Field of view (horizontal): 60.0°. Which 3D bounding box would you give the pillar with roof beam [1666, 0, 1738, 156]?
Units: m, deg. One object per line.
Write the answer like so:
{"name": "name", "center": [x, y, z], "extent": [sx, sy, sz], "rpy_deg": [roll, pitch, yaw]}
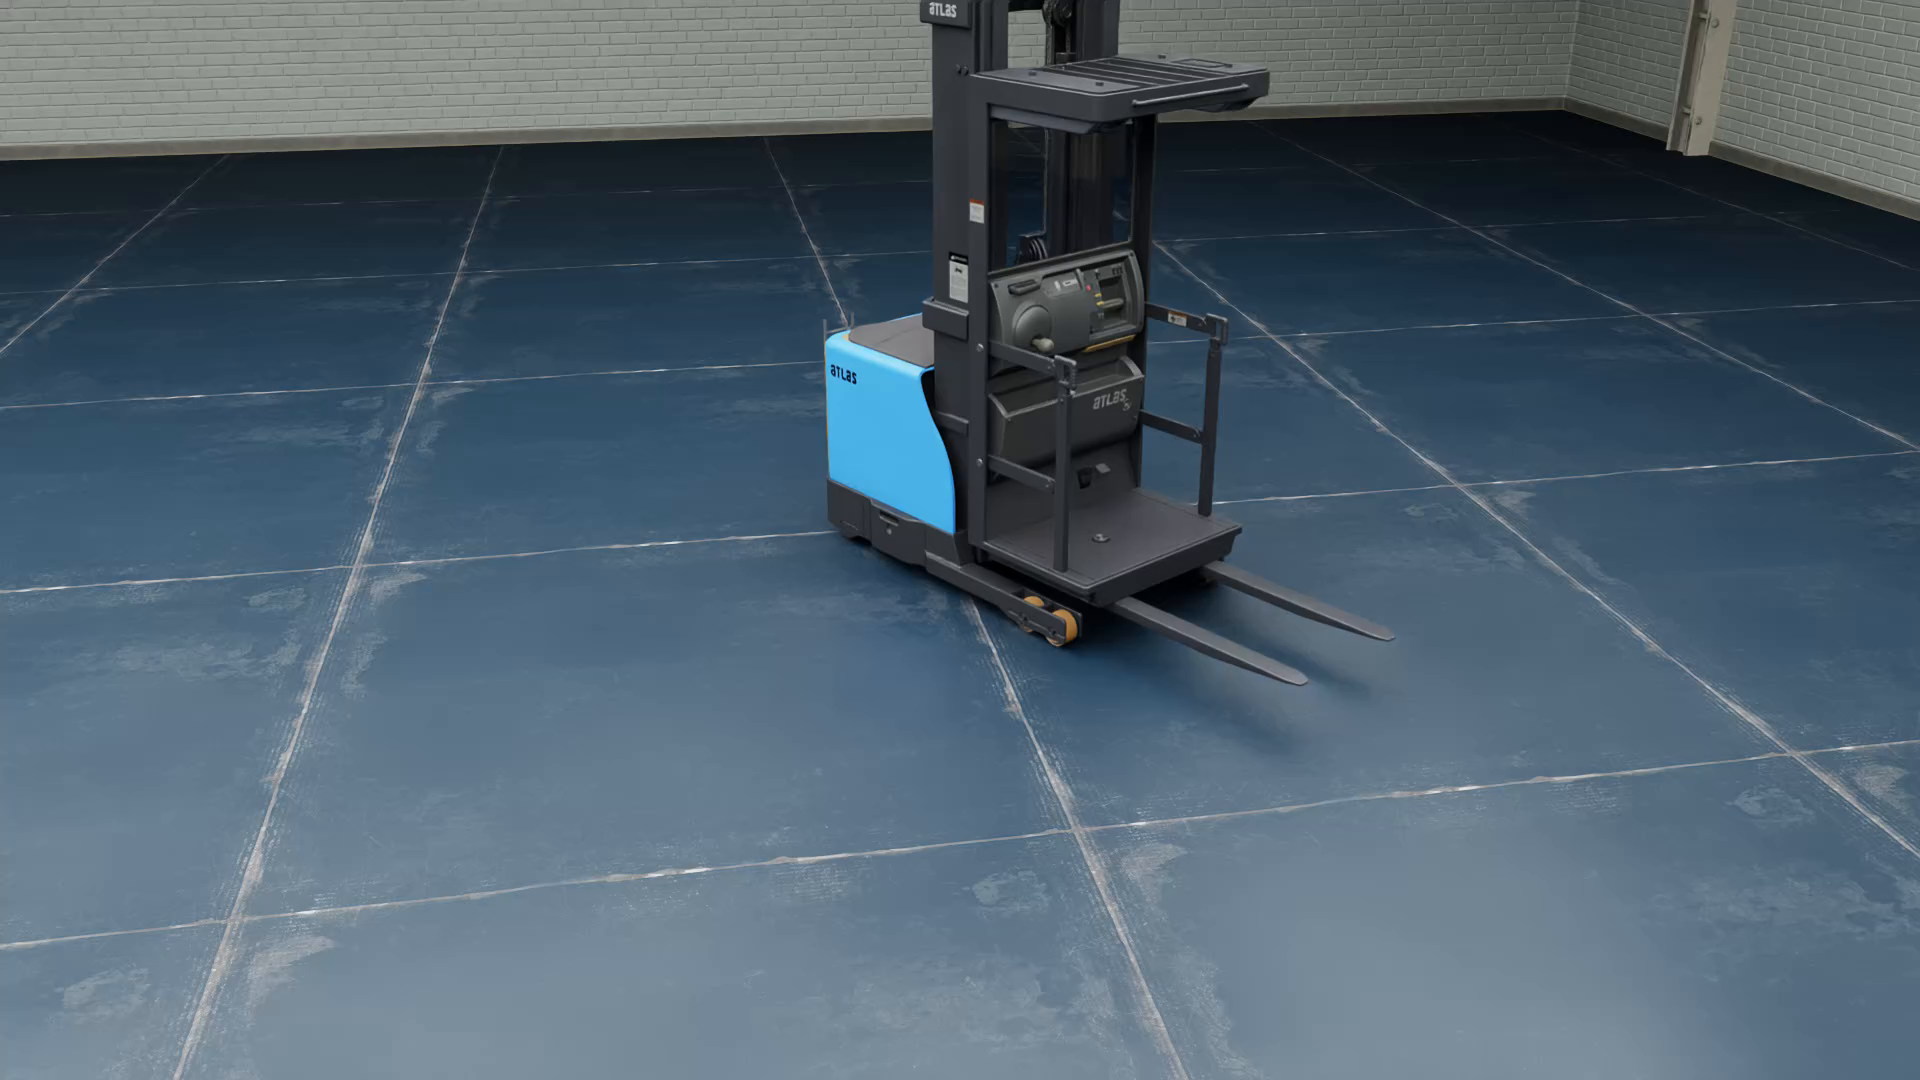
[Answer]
{"name": "pillar with roof beam", "center": [3.991, -8.187, 16.253], "extent": [9.100, 9.000, 0.400], "rpy_deg": [-4, 24, -10]}

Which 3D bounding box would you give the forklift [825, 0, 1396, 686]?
{"name": "forklift", "center": [0.649, -1.085, 7.572], "extent": [1.130, 2.935, 3.031], "rpy_deg": [-19, 30, -37]}

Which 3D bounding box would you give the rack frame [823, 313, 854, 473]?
{"name": "rack frame", "center": [-0.646, -0.710, 9.064], "extent": [0.200, 1.050, 0.008], "rpy_deg": [-19, 30, -37]}

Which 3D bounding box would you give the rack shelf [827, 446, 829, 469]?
{"name": "rack shelf", "center": [-0.565, -0.409, 9.096], "extent": [0.215, 0.259, 0.240], "rpy_deg": [-19, 30, -37]}

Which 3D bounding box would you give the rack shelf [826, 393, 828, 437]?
{"name": "rack shelf", "center": [-0.565, -0.664, 8.985], "extent": [0.215, 0.259, 0.240], "rpy_deg": [-19, 30, -37]}

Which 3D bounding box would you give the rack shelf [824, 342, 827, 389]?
{"name": "rack shelf", "center": [-0.565, -0.924, 8.871], "extent": [0.215, 0.259, 0.240], "rpy_deg": [-19, 30, -37]}

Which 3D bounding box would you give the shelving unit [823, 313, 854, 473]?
{"name": "shelving unit", "center": [-0.565, -0.674, 8.980], "extent": [0.215, 1.050, 0.252], "rpy_deg": [-19, 30, -37]}
